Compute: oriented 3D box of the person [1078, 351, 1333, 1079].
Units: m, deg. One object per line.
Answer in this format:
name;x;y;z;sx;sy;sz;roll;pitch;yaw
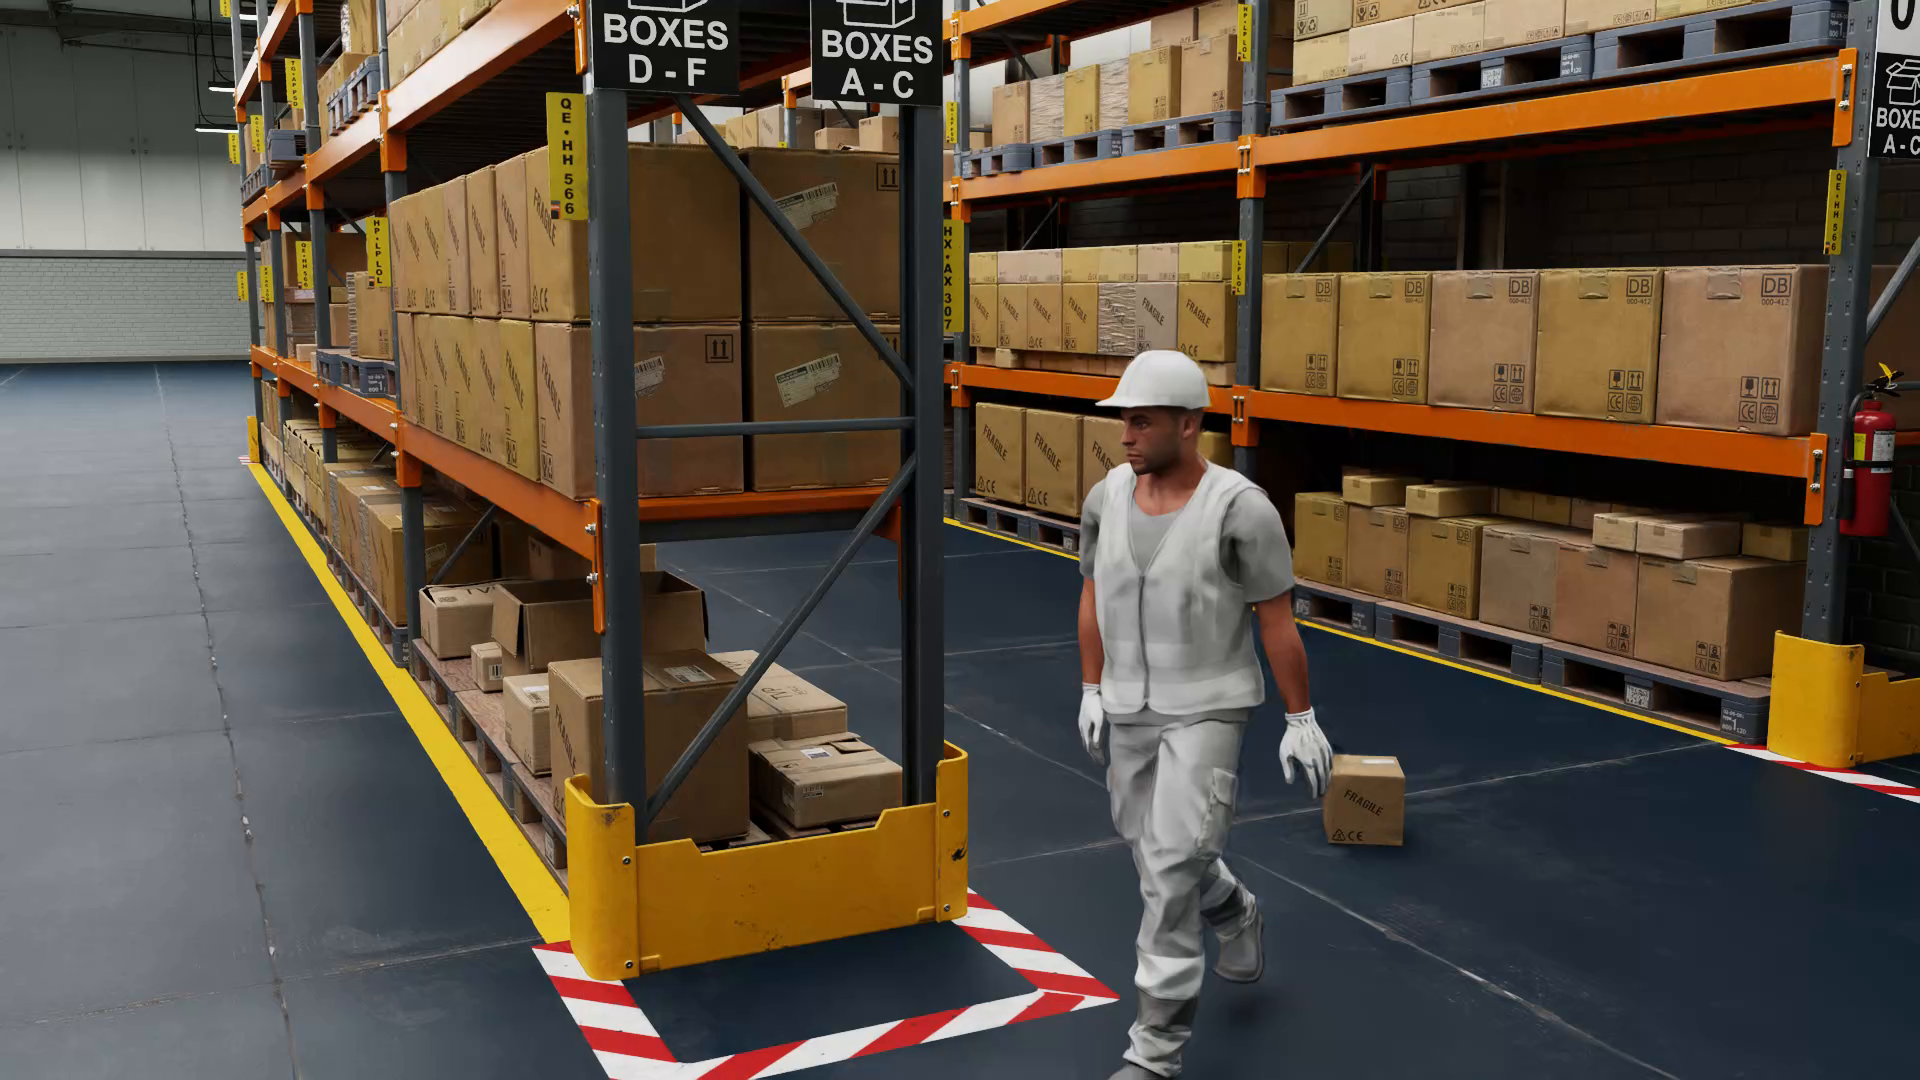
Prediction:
person;0.561;0.416;4.027;0.659;1.743;1.003;7;11;38
